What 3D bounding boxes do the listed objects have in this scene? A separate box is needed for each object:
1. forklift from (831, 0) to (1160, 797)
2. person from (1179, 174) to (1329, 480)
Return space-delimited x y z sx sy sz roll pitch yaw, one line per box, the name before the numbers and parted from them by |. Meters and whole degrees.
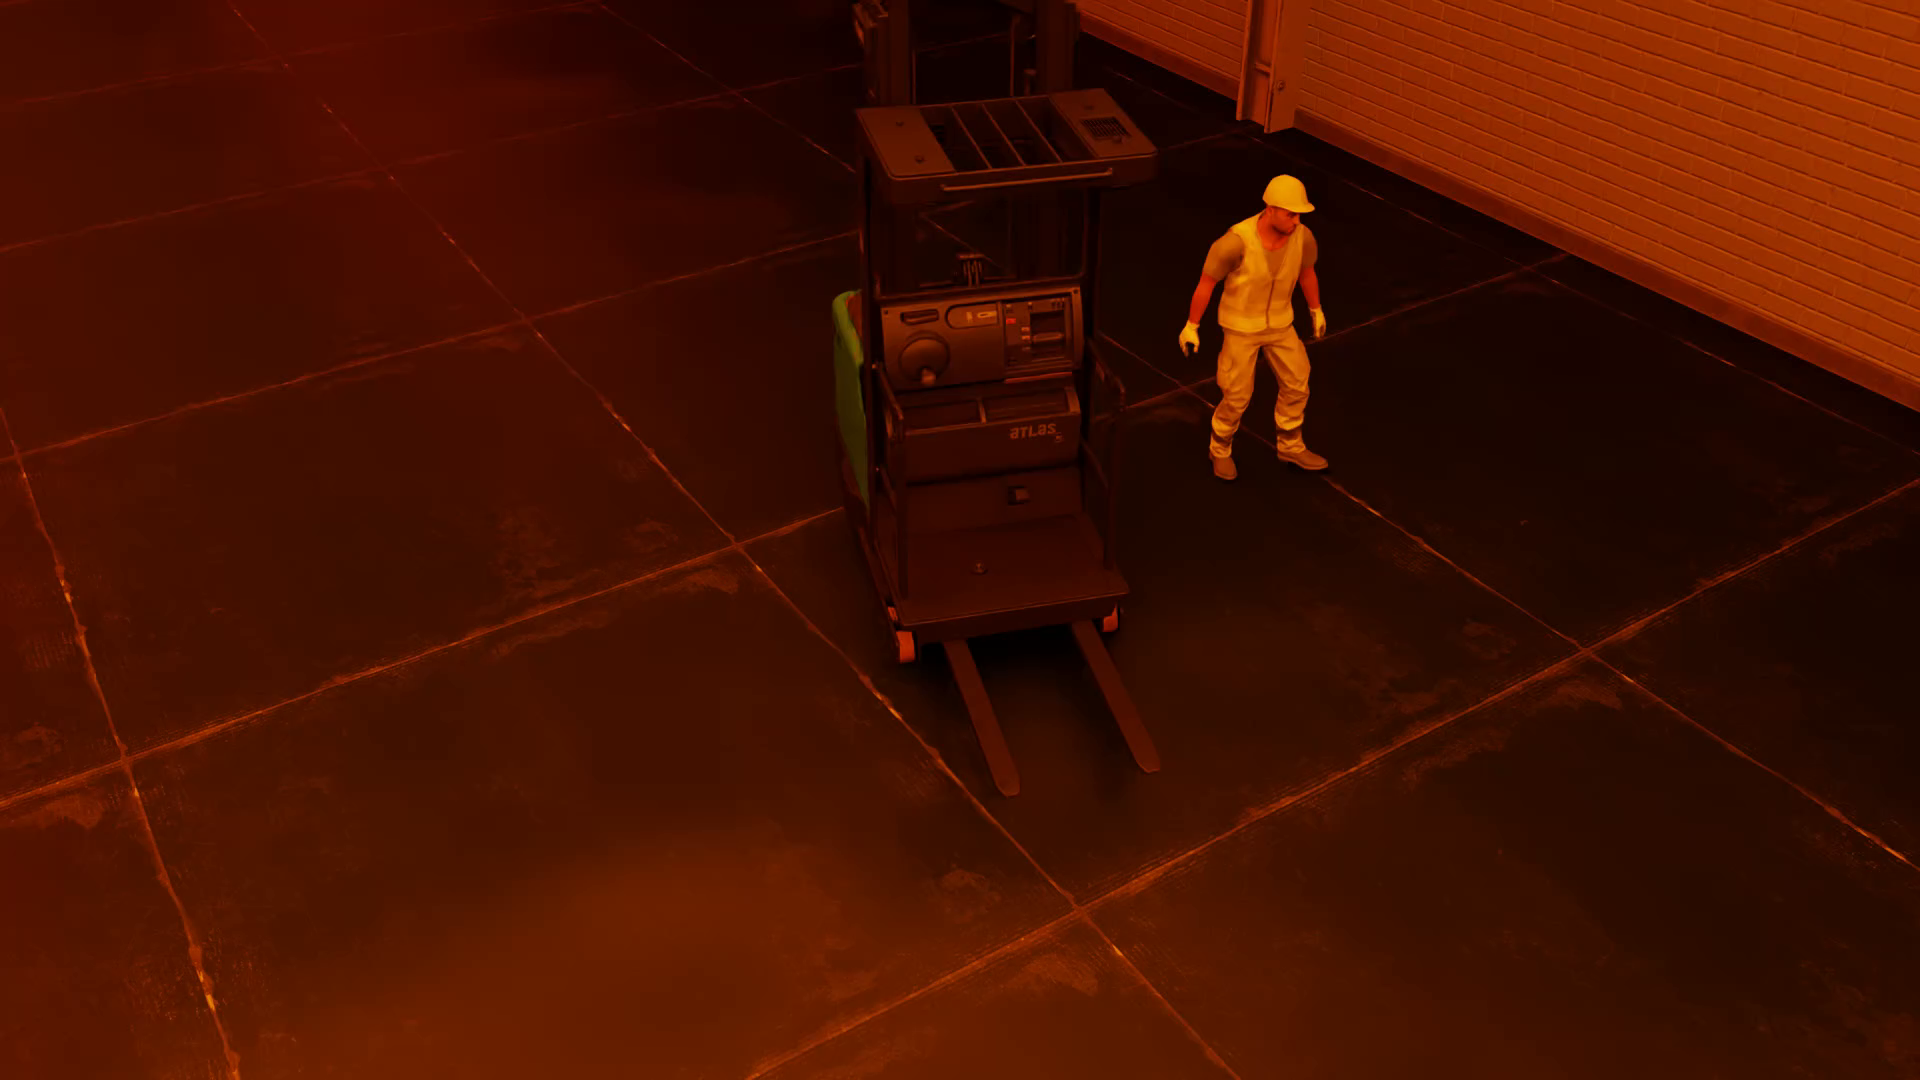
forklift | 0.157 -0.857 7.367 1.130 2.935 3.031 -8 36 -11
person | 1.601 -1.107 8.752 0.852 1.750 0.433 -11 36 -15
